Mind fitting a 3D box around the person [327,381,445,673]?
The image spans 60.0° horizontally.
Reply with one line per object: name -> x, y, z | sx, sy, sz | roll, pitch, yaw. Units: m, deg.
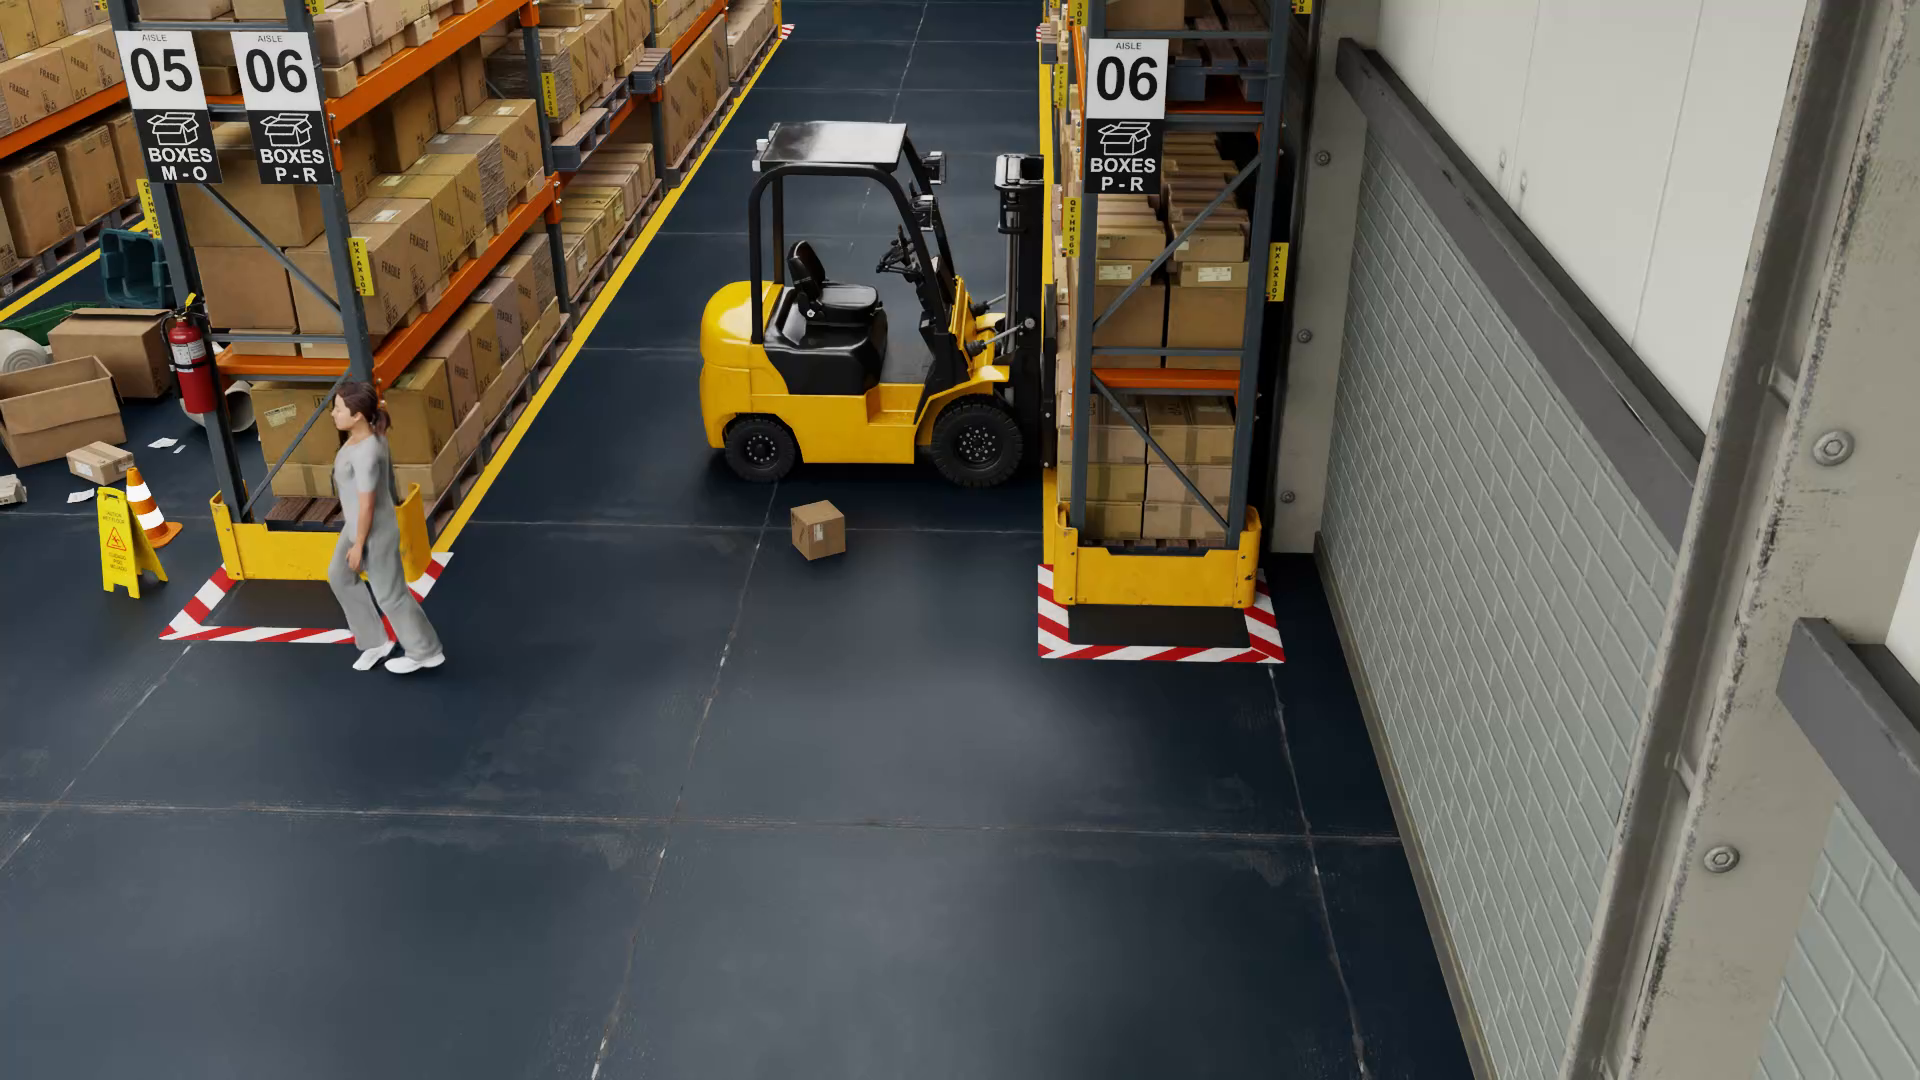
person -> -3.067, -0.011, 8.664 | 0.520, 1.721, 0.475 | -9, 29, -17
